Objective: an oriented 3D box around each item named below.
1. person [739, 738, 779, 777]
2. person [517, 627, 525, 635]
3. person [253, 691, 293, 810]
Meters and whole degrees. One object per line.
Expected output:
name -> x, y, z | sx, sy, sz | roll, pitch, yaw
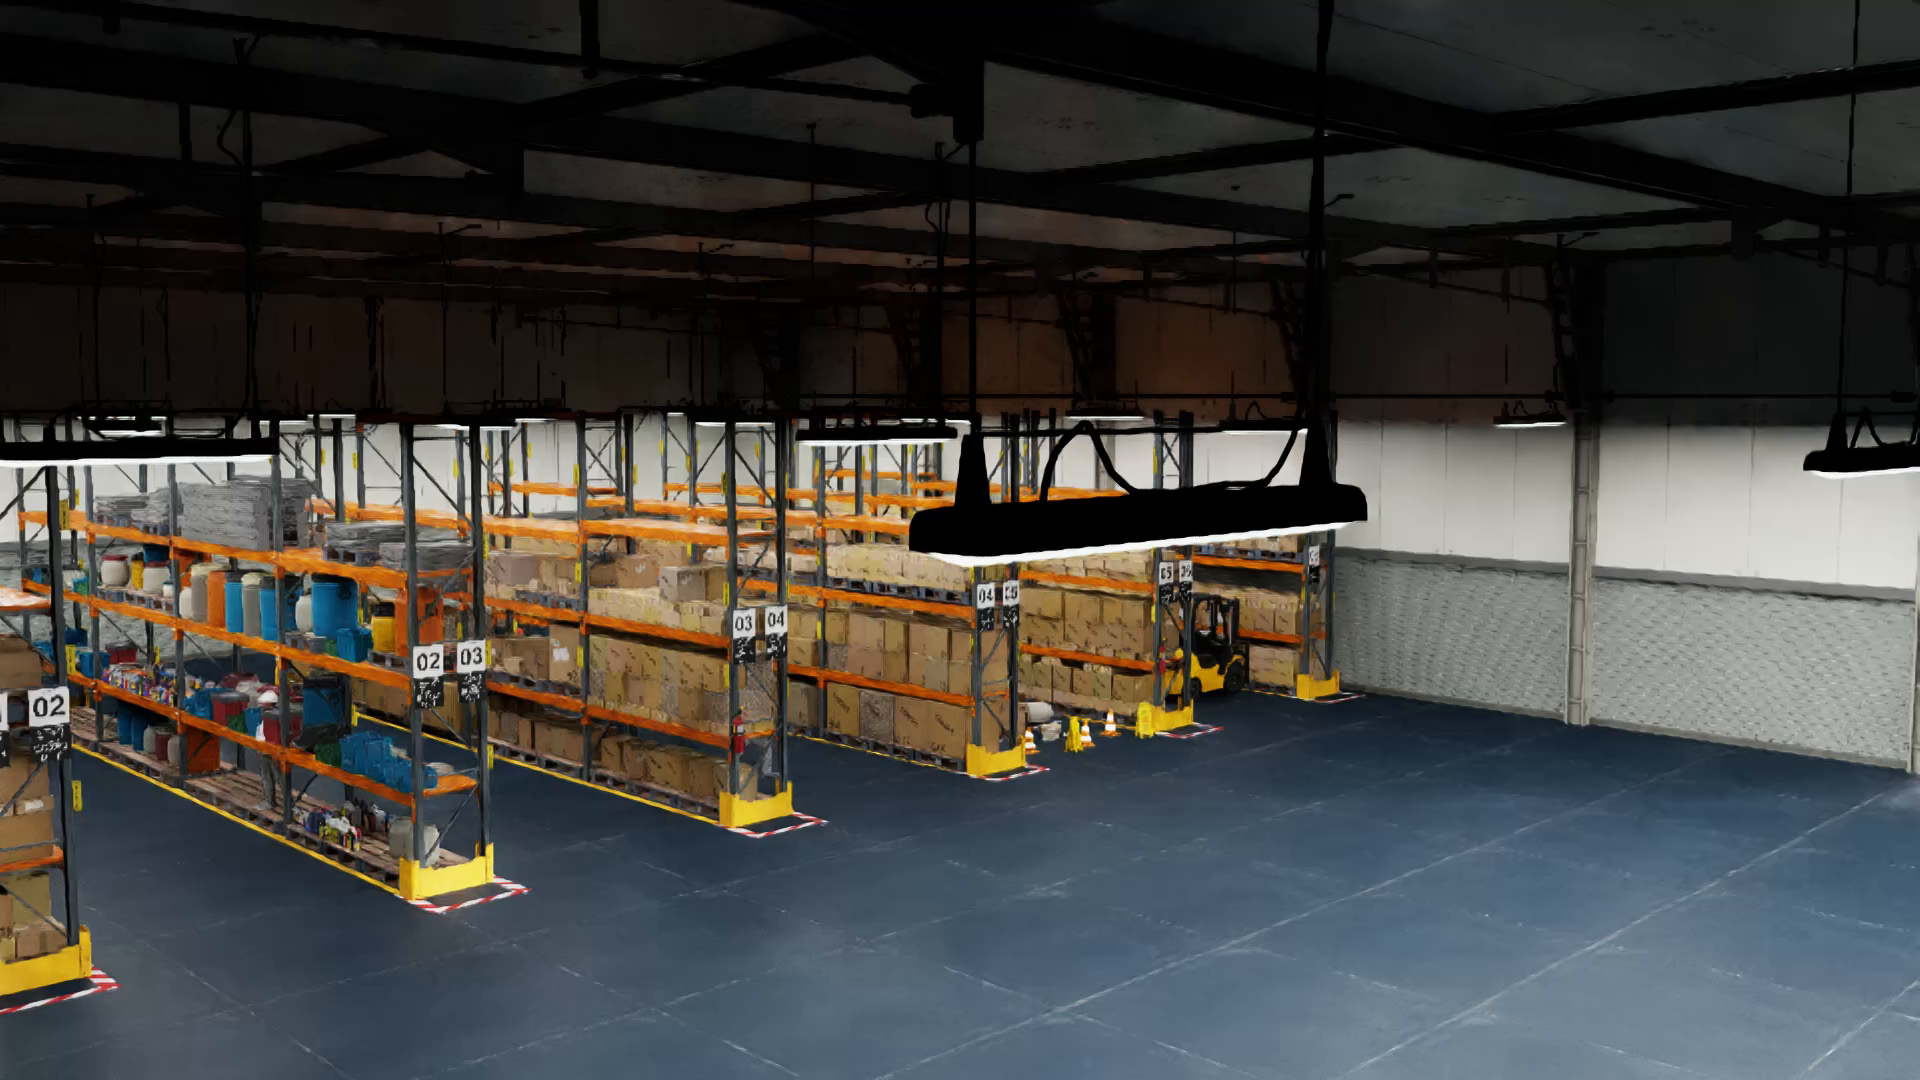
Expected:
person -> -3.458, 3.146, 27.428 | 0.823, 1.594, 0.655 | 3, 6, 28
person -> -8.839, 2.595, 33.140 | 0.551, 1.742, 0.677 | 5, 7, 44
person -> -10.142, 3.099, 24.548 | 0.589, 1.774, 0.489 | 4, 6, 38
